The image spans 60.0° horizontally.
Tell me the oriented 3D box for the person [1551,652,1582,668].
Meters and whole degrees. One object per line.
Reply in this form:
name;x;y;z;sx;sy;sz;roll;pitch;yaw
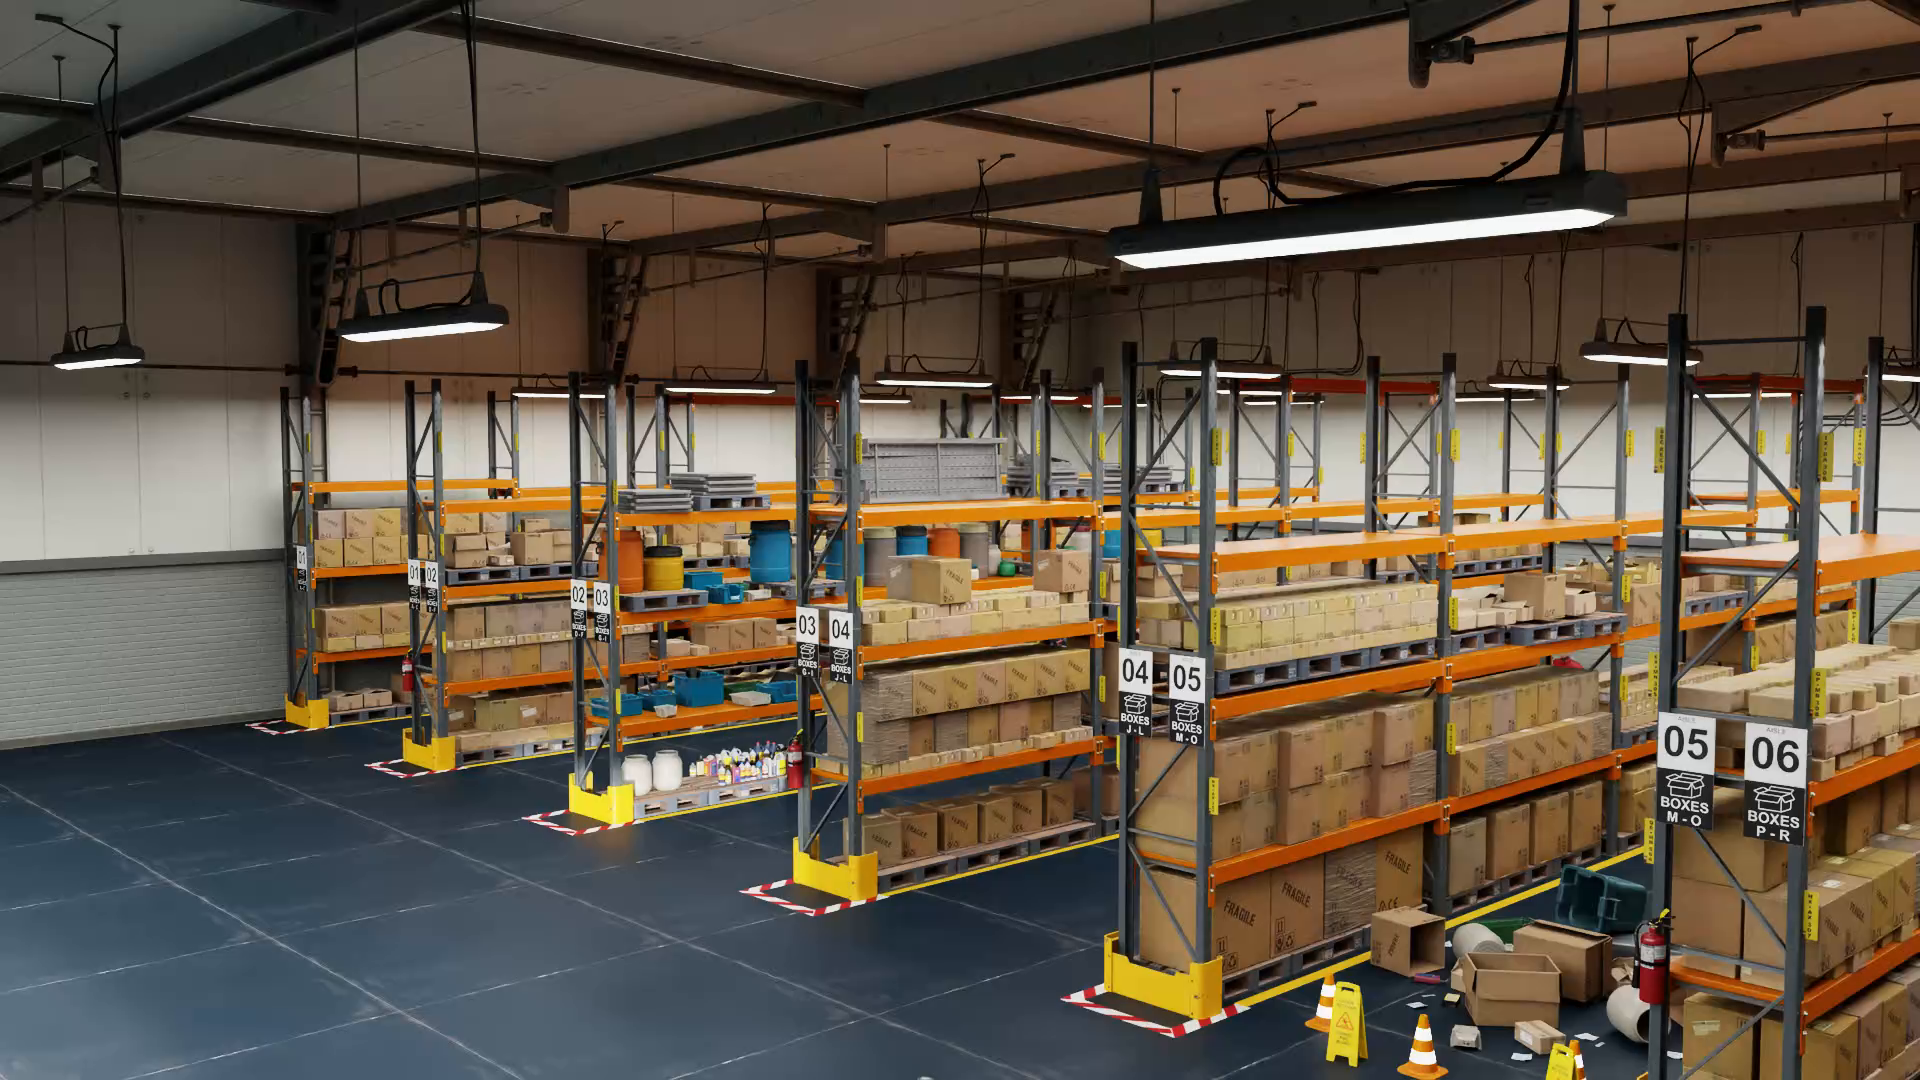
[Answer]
person;9.806;2.591;27.058;0.638;1.774;0.742;3;5;40
